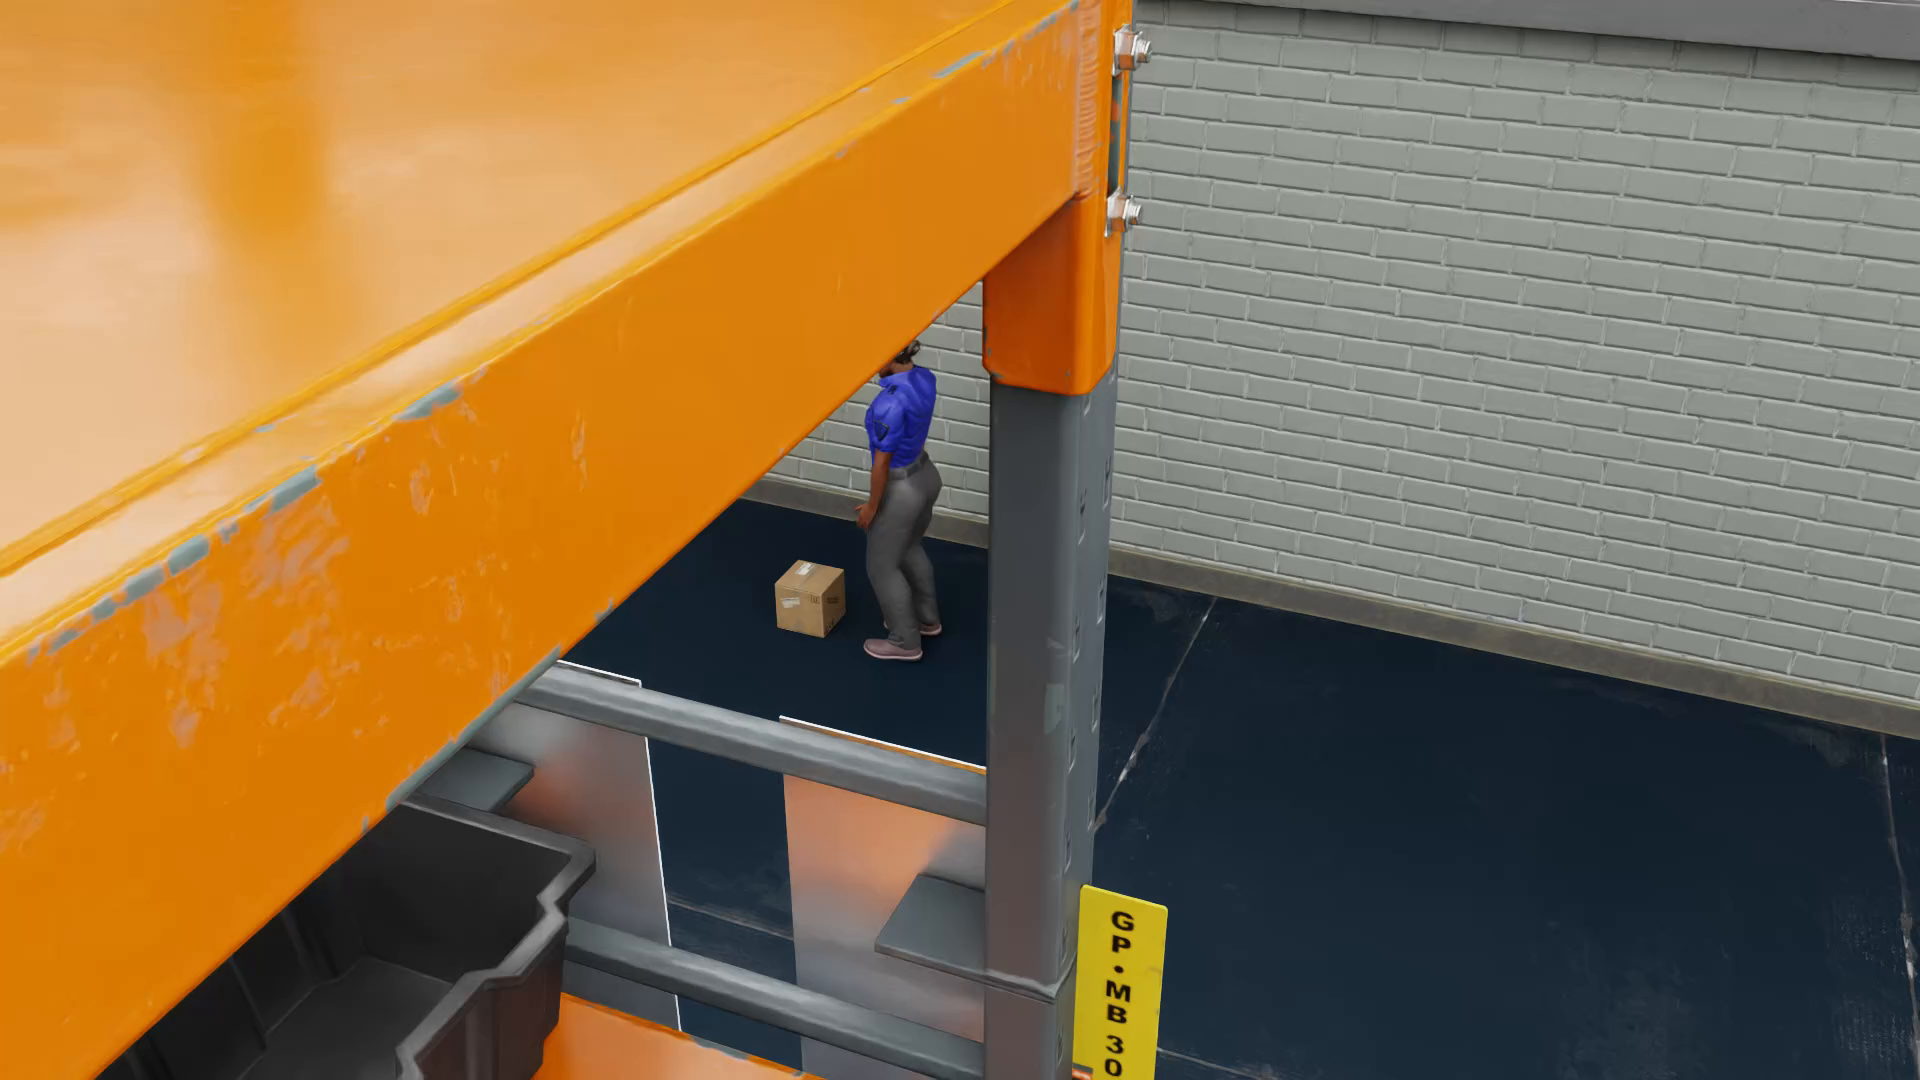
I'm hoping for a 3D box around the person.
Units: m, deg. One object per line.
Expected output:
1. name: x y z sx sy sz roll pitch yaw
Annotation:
1. person: -0.278 -0.206 7.521 0.315 1.646 0.443 12 32 20
